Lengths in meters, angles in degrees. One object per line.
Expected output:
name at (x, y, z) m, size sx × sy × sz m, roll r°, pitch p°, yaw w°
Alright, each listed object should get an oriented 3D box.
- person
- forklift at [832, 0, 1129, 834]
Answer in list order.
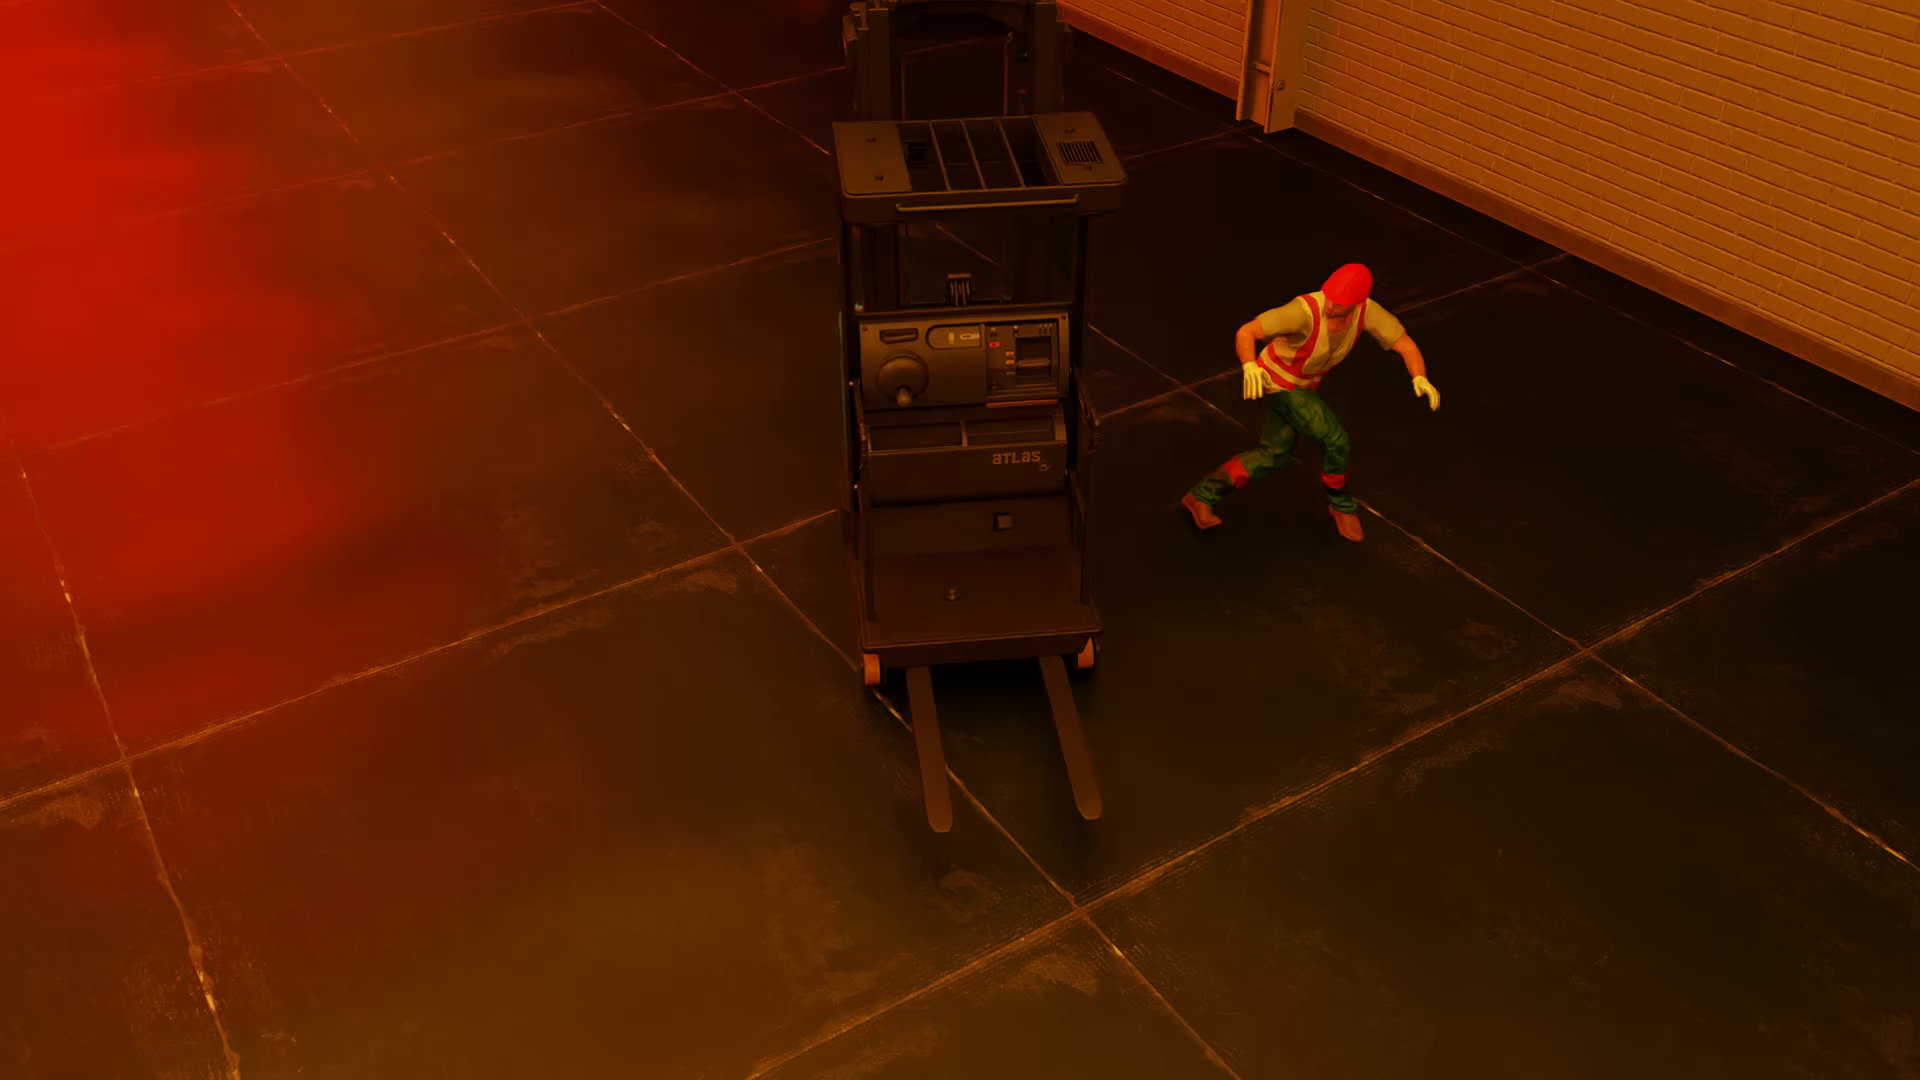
person at (1.762, -0.628, 8.288) m, size 1.112 × 1.555 × 0.938 m, roll 28°, pitch 44°, yaw 33°
forklift at (0.051, -0.734, 7.192) m, size 1.130 × 2.935 × 3.031 m, roll -4°, pitch 35°, yaw -6°
